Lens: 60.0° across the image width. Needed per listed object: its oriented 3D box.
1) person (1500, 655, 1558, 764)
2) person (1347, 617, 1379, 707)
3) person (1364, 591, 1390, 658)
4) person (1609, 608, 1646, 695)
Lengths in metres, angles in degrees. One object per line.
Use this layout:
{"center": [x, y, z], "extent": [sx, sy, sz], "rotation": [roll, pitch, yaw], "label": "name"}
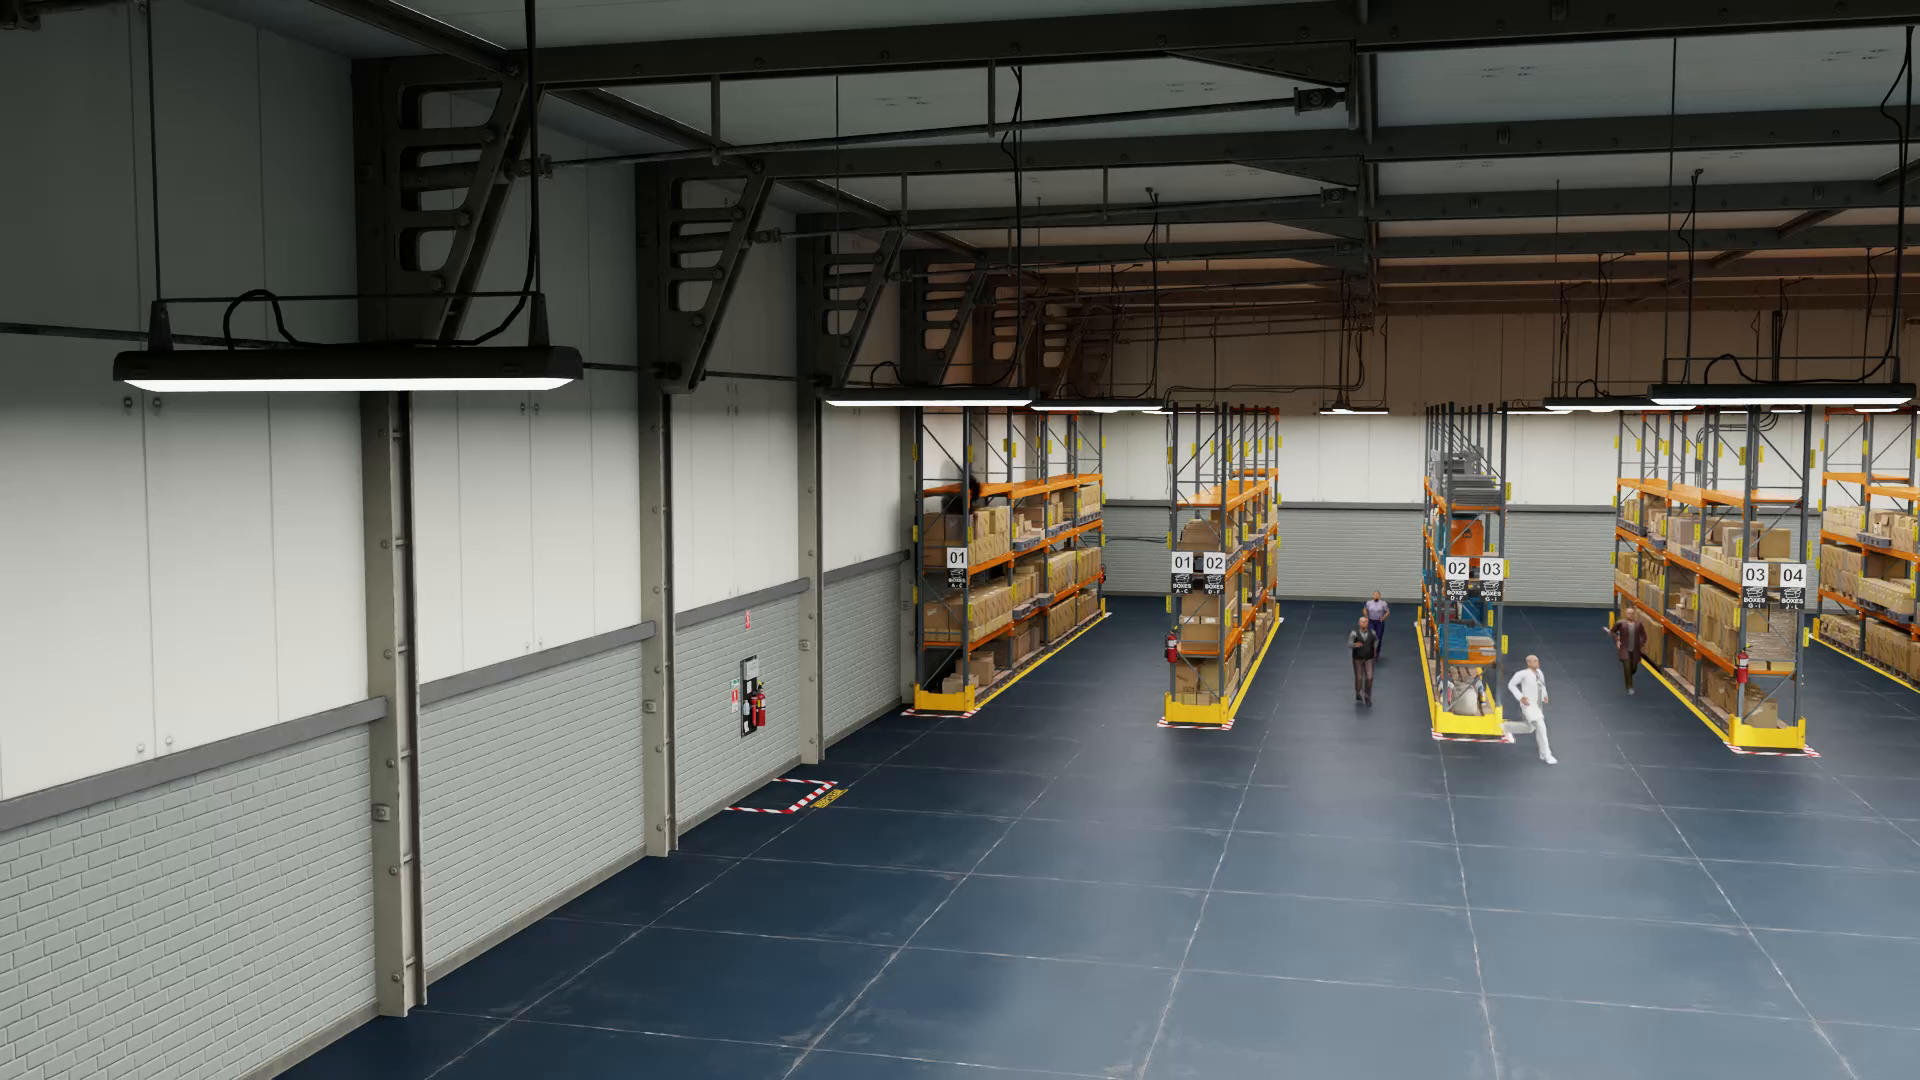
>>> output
{"center": [9.562, 2.808, 27.925], "extent": [0.678, 1.776, 1.150], "rotation": [-4, 6, -41], "label": "person"}
{"center": [8.032, 2.418, 33.113], "extent": [0.639, 1.774, 0.734], "rotation": [1, 4, 9], "label": "person"}
{"center": [9.854, 2.008, 39.371], "extent": [0.608, 1.623, 0.610], "rotation": [1, 4, 15], "label": "person"}
{"center": [13.927, 2.301, 34.631], "extent": [0.695, 1.769, 0.900], "rotation": [1, 4, 8], "label": "person"}
